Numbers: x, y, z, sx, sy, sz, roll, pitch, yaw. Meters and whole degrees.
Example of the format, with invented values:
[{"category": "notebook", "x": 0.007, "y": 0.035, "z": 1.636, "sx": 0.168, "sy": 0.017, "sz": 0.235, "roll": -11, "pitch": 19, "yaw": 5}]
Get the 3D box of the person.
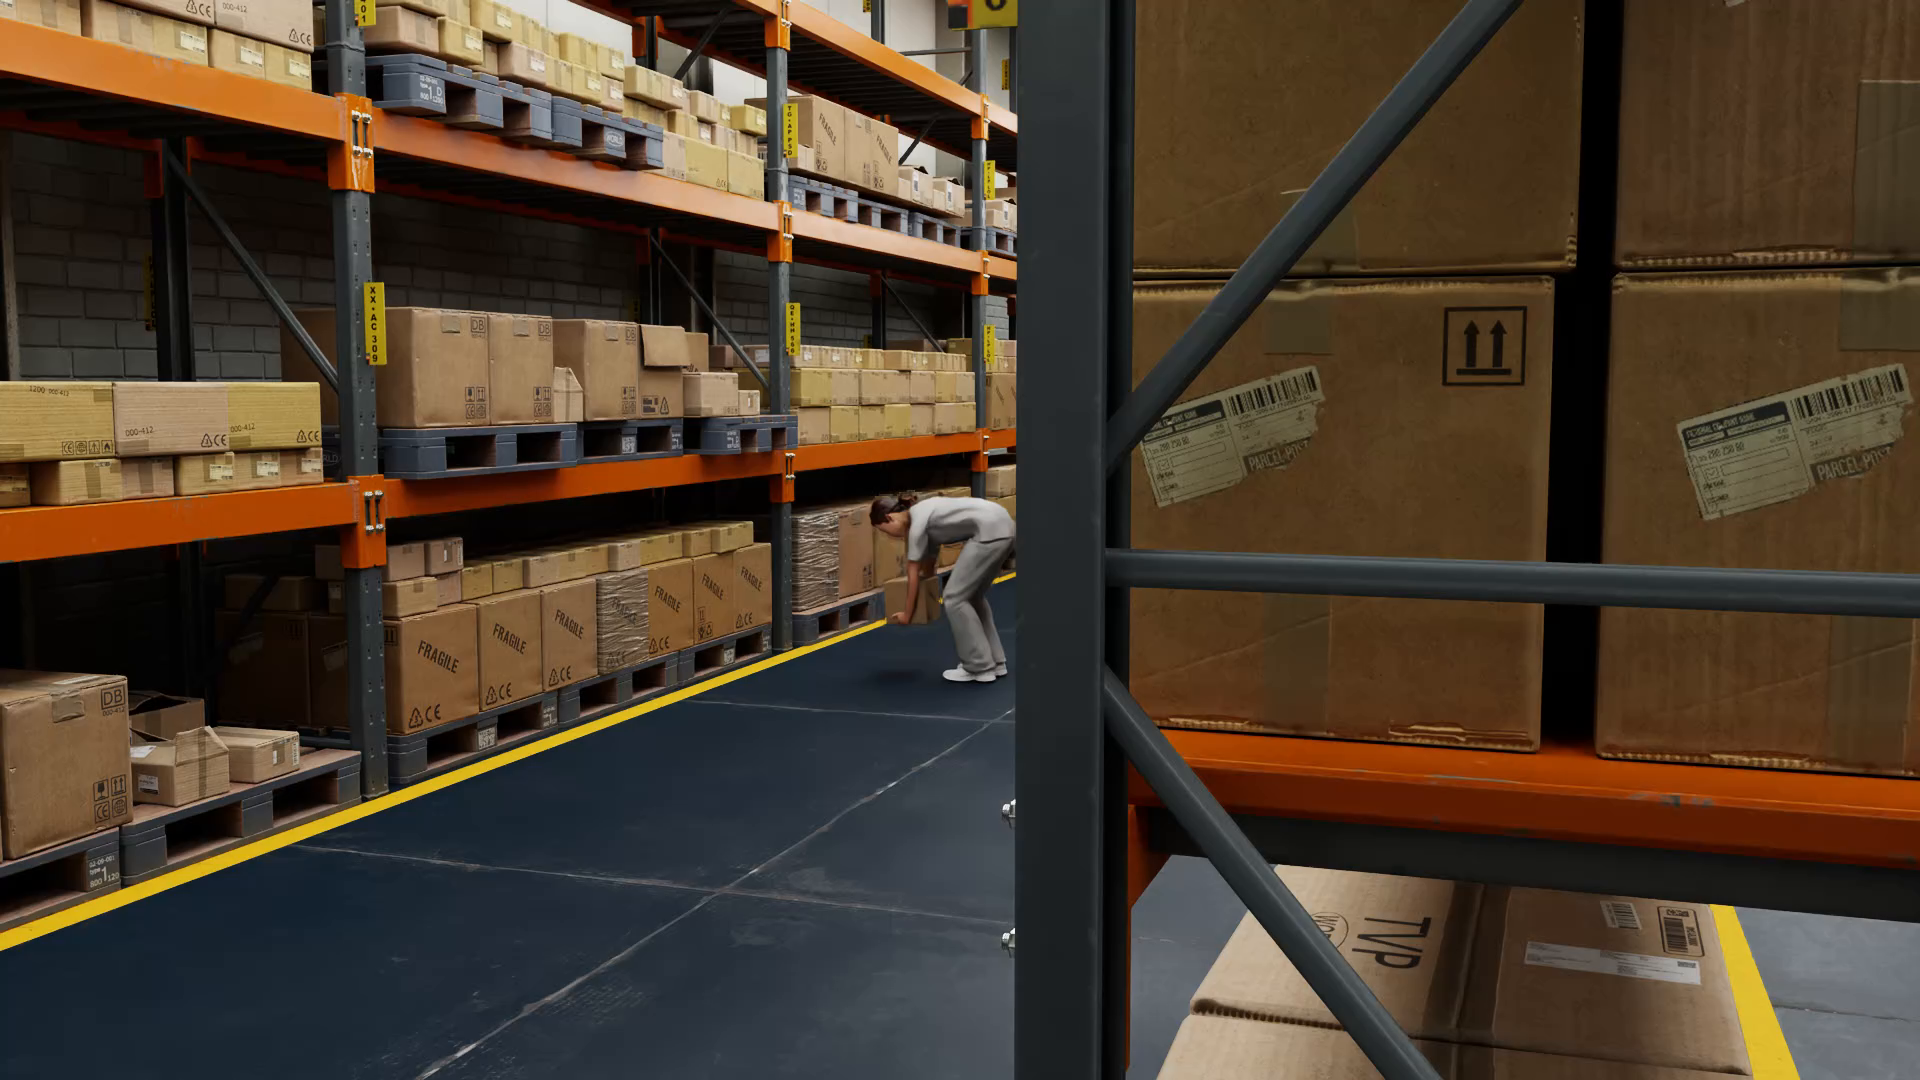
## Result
[{"category": "person", "x": -0.109, "y": 0.262, "z": 9.647, "sx": 0.871, "sy": 1.074, "sz": 0.431, "roll": 2, "pitch": 6, "yaw": 17}]
